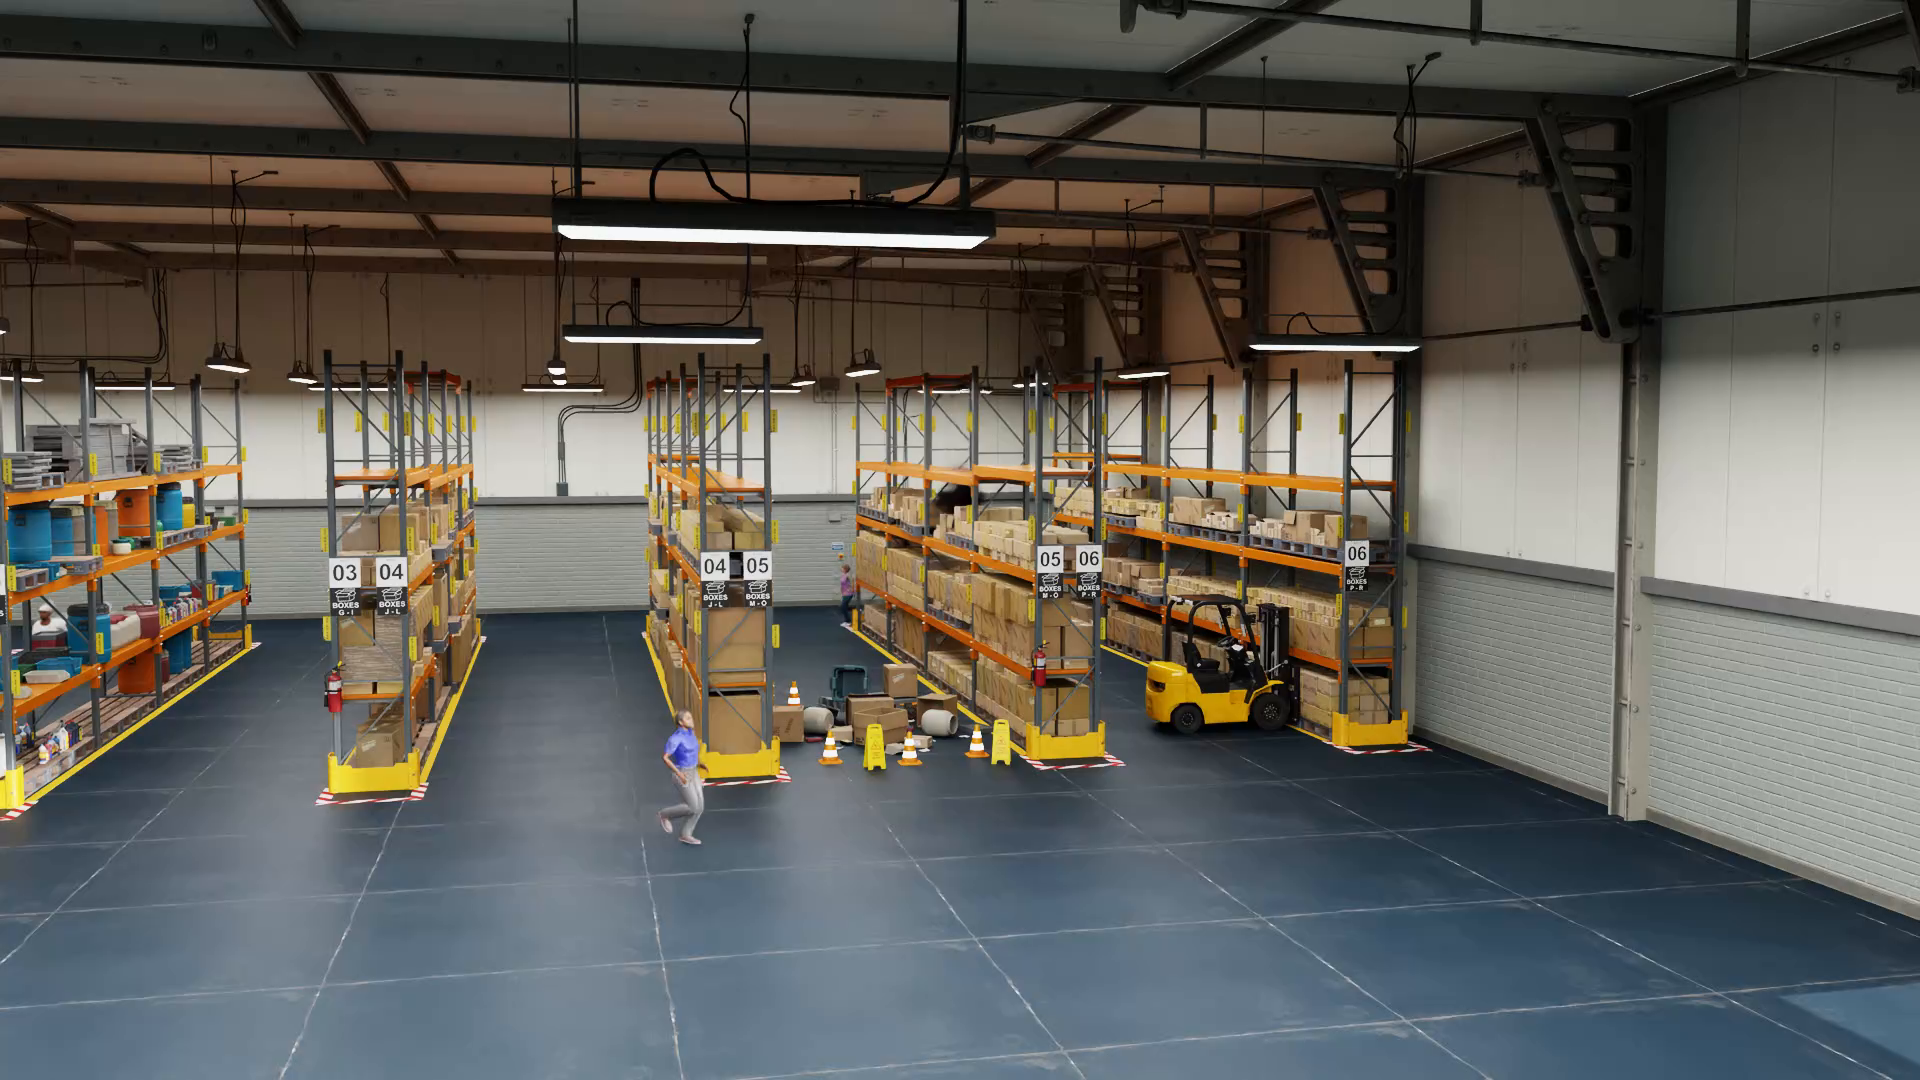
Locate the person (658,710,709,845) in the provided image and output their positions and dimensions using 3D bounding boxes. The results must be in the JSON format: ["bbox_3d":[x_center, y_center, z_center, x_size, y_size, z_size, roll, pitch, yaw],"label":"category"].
[{"bbox_3d":[-3.298,2.826,19.853,0.561,1.615,0.584,1,4,20],"label":"person"}]

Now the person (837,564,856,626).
[{"bbox_3d":[-2.712,1.363,41.312,0.598,1.554,0.522,-2,4,-21],"label":"person"}]

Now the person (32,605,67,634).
[{"bbox_3d":[-16.544,2.040,30.195,0.726,1.717,0.643,0,4,-6],"label":"person"}]
